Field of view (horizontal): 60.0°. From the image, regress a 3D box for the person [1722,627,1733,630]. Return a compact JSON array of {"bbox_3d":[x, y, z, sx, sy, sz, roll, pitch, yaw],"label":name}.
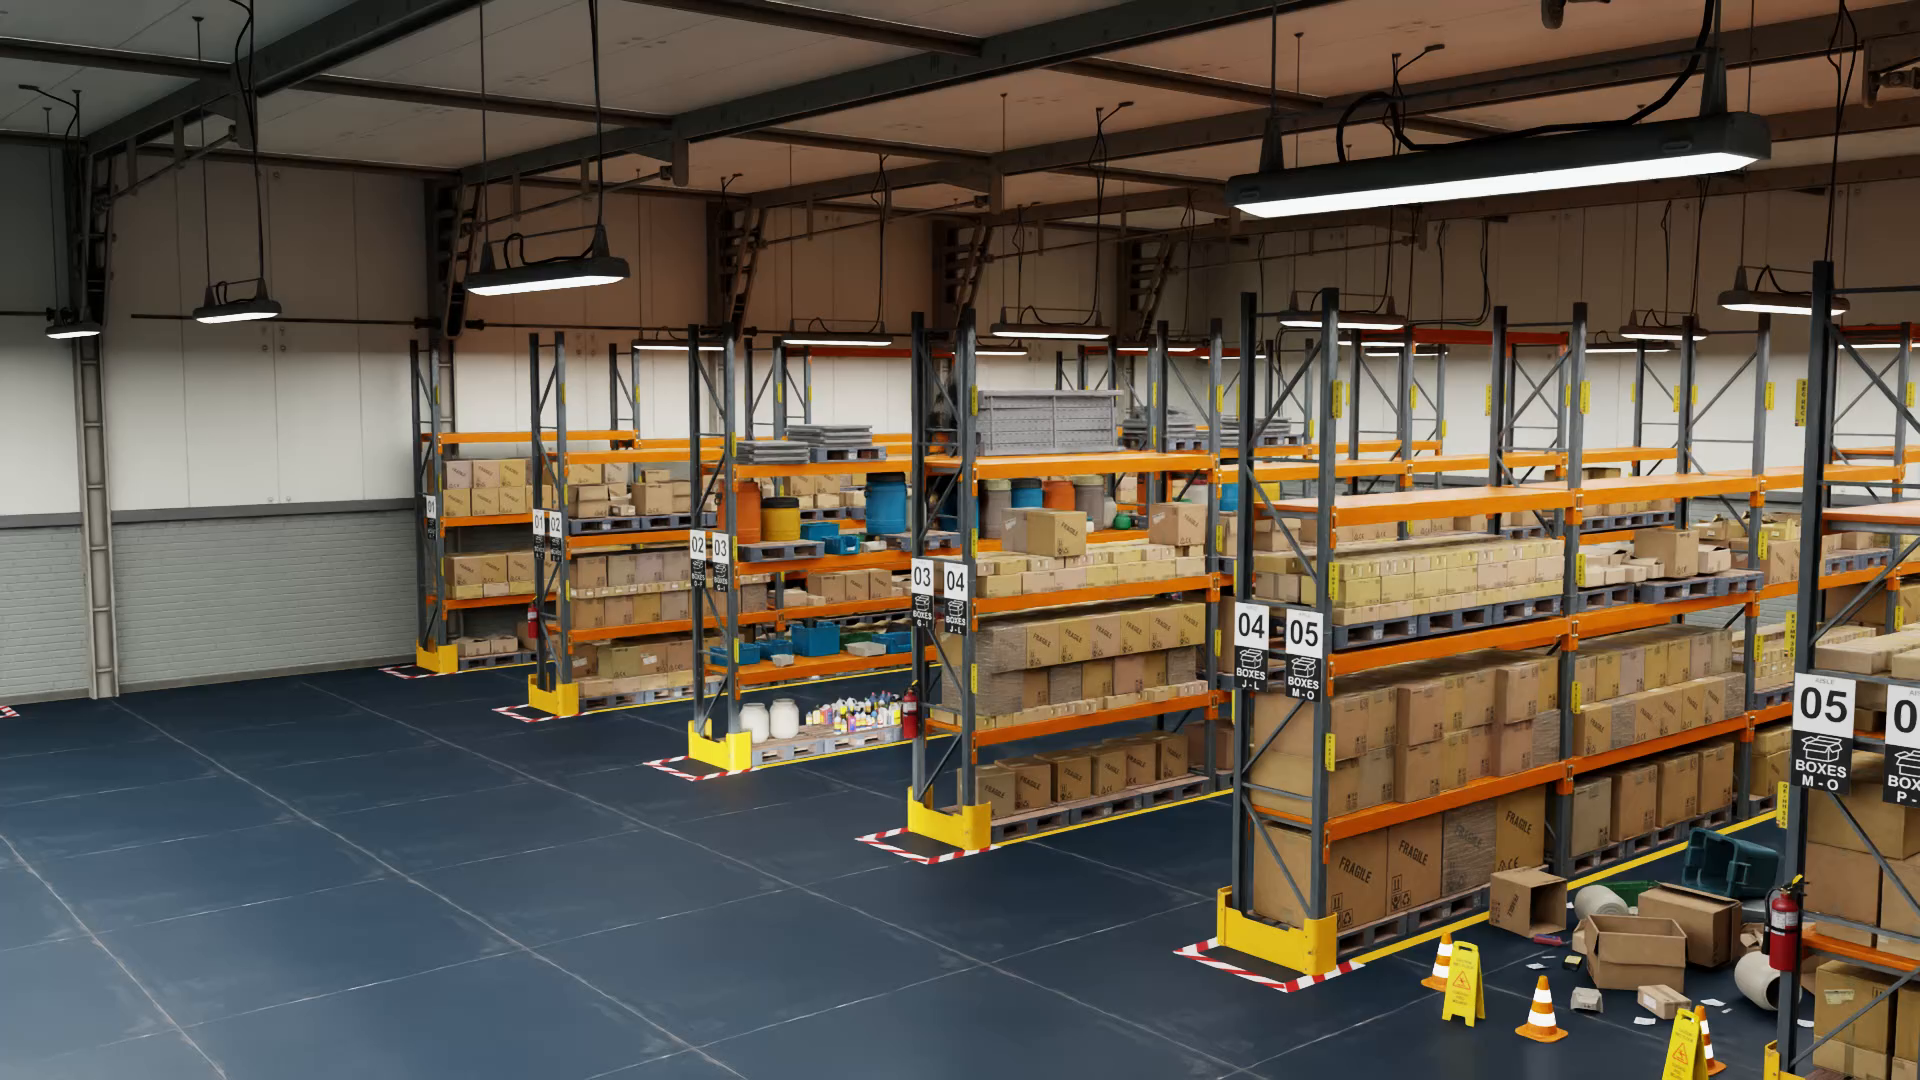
[{"bbox_3d":[10.913,2.092,23.724,0.674,1.750,0.893,5,7,42],"label":"person"}]
